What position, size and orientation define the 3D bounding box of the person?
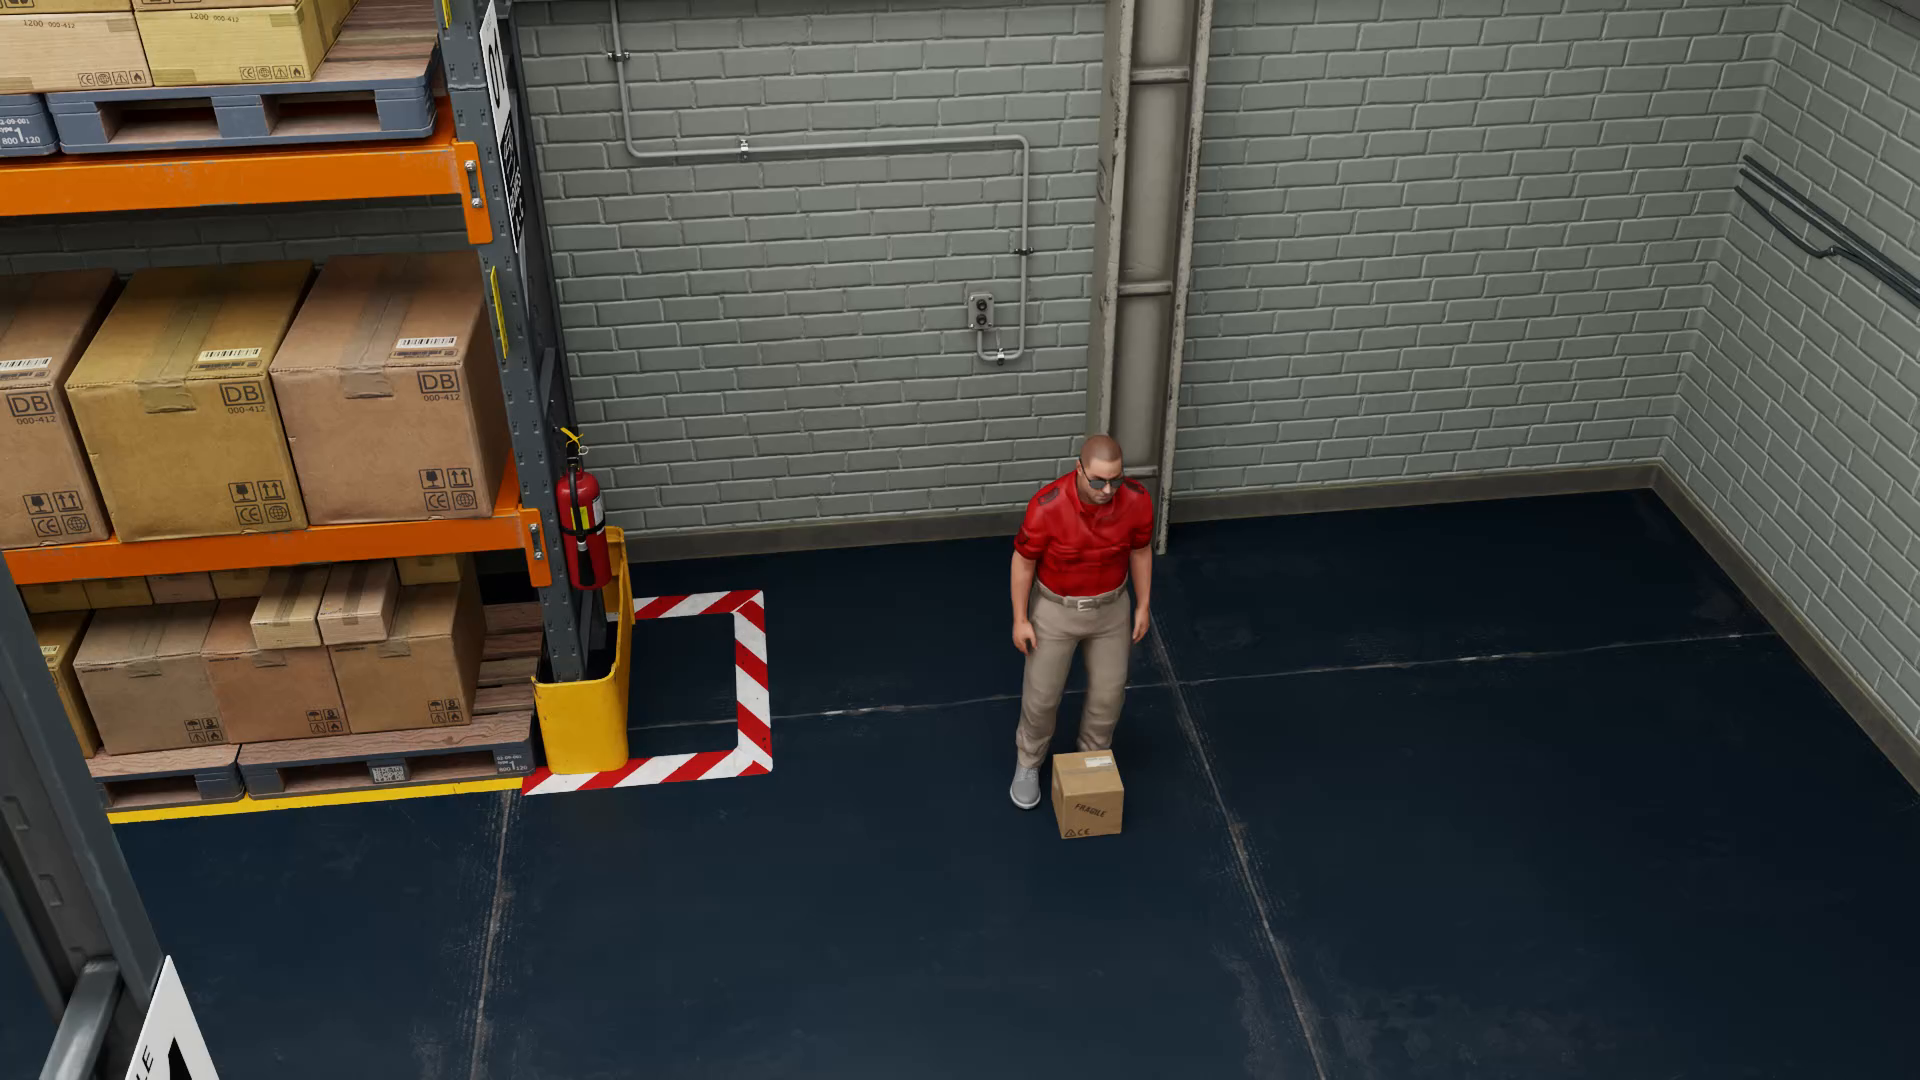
[{"bbox_3d":[0.494,0.318,6.696,0.595,1.725,0.432,-6,35,-9],"label":"person"}]
